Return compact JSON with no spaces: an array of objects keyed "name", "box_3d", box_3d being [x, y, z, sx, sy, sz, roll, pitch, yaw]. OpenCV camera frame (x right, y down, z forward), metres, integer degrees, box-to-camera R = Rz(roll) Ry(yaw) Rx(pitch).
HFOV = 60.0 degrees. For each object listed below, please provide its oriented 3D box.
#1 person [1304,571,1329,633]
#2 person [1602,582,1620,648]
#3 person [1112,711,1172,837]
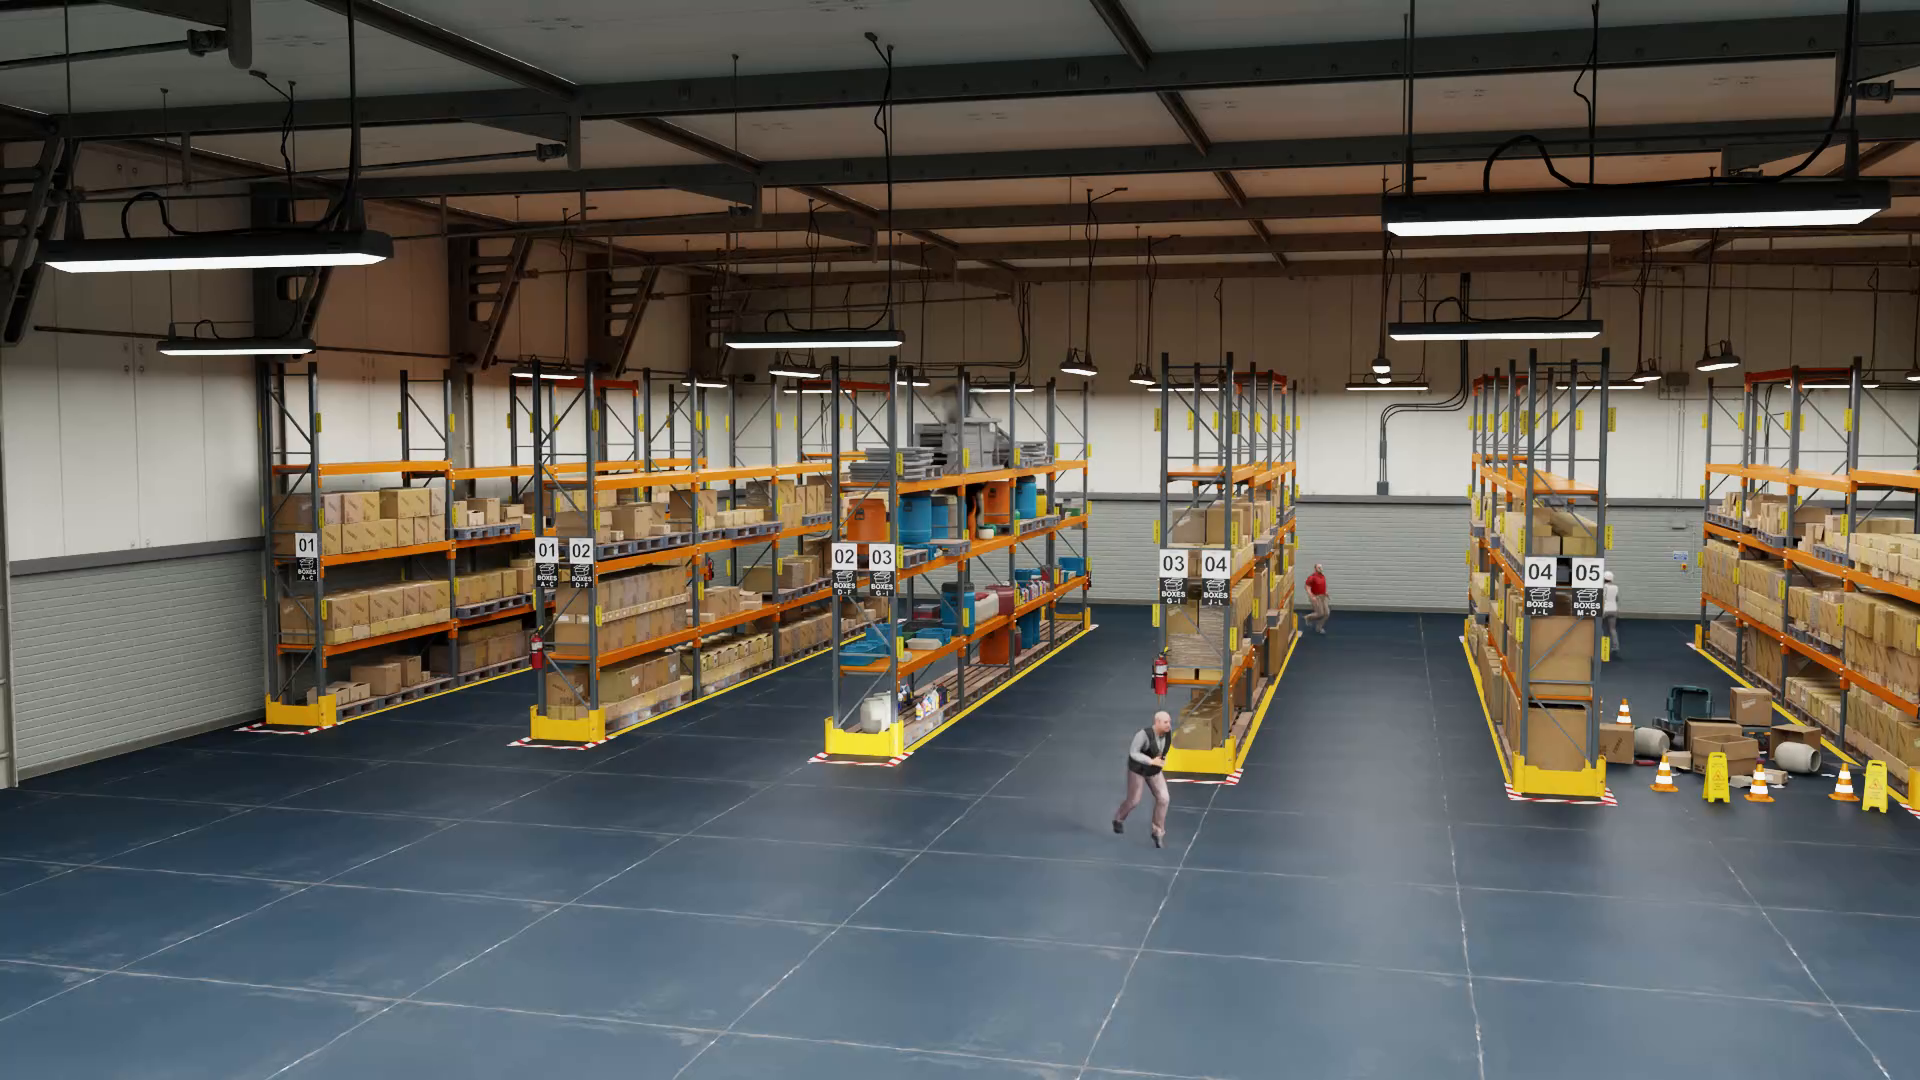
[{"name":"person","box_3d":[8.508,1.486,39.741,0.664,1.483,0.585,-3,5,-39]},{"name":"person","box_3d":[13.968,1.647,35.837,0.445,1.422,0.695,-1,4,-9]},{"name":"person","box_3d":[2.187,2.734,19.813,0.698,1.507,0.970,-3,5,-35]}]
